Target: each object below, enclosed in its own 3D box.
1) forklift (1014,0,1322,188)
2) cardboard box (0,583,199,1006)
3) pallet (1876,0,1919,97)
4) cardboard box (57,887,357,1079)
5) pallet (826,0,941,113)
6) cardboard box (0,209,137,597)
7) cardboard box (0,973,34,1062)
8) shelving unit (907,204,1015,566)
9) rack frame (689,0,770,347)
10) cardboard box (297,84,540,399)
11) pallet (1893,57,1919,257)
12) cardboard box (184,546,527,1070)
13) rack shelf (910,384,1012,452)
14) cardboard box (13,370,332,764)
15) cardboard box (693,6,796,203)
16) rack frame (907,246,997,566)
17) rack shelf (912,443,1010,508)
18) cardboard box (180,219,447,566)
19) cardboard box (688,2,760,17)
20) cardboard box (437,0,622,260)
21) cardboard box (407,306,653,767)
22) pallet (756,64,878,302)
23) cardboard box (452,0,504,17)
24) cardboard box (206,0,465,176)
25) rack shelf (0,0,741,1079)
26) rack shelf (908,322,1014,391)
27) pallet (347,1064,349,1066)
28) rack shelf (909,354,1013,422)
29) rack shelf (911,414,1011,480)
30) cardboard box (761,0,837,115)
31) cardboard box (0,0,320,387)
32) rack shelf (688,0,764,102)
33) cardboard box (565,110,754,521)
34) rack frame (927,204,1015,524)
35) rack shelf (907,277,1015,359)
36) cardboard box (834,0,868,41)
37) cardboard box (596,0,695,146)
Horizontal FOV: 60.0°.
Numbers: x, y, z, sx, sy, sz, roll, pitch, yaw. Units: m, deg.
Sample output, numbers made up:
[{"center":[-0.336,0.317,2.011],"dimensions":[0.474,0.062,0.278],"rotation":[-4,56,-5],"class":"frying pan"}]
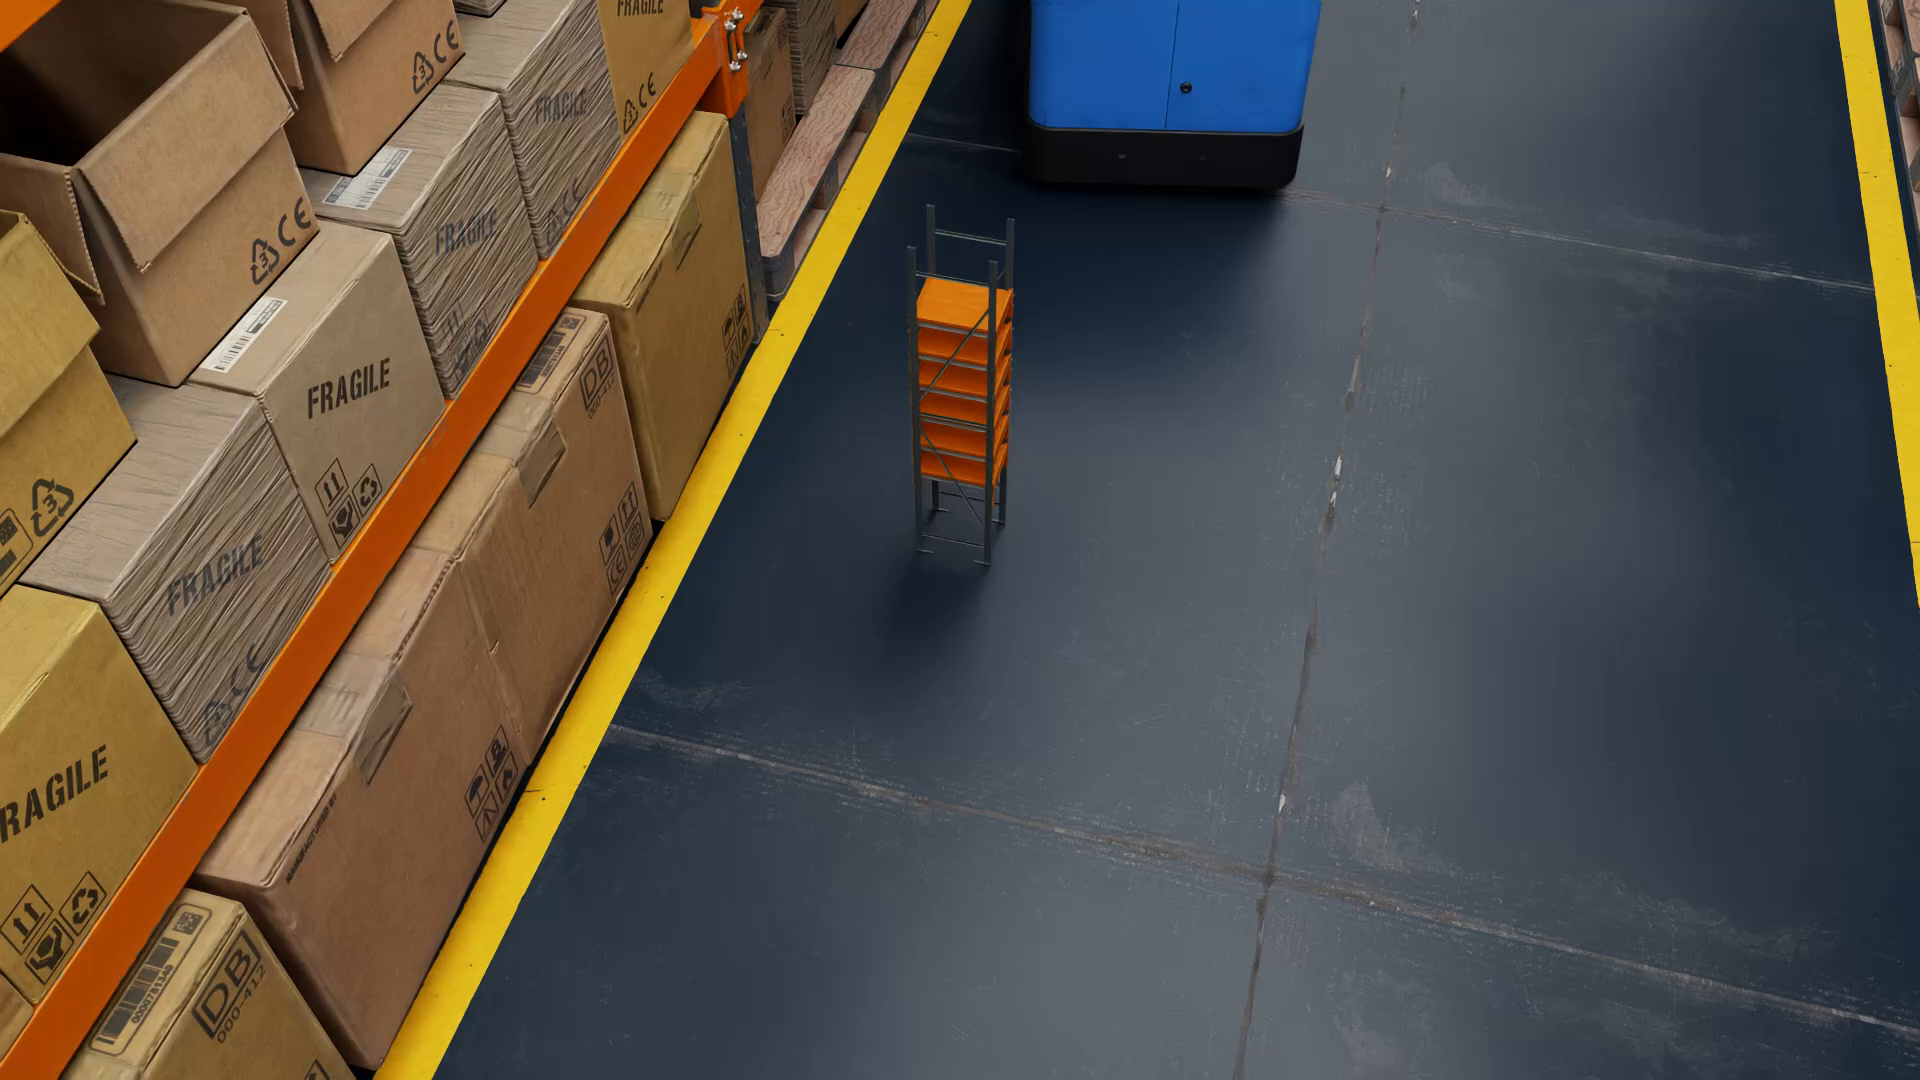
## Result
[{"center":[0.826,-3.410,6.305],"dimensions":[1.130,2.935,3.031],"rotation":[2,49,2],"class":"forklift"},{"center":[-1.735,0.398,2.831],"dimensions":[0.500,0.500,0.500],"rotation":[12,50,10],"class":"cardboard box"},{"center":[4.486,-2.232,7.079],"dimensions":[1.003,0.211,1.213],"rotation":[12,50,10],"class":"pallet"},{"center":[-2.080,1.176,3.349],"dimensions":[1.225,0.875,0.875],"rotation":[12,50,10],"class":"cardboard box"},{"center":[-0.646,-2.337,7.172],"dimensions":[1.003,0.211,1.213],"rotation":[12,50,10],"class":"pallet"},{"center":[-1.877,-0.244,2.729],"dimensions":[0.797,0.503,0.637],"rotation":[12,50,10],"class":"cardboard box"},{"center":[-1.867,0.762,2.510],"dimensions":[0.500,0.500,0.500],"rotation":[12,50,10],"class":"cardboard box"},{"center":[0.004,-0.407,4.809],"dimensions":[0.258,1.200,0.189],"rotation":[12,50,10],"class":"shelving unit"},{"center":[-1.176,-1.815,4.851],"dimensions":[1.000,3.000,0.127],"rotation":[12,50,10],"class":"rack frame"},{"center":[-1.337,-0.706,3.806],"dimensions":[0.500,0.500,0.500],"rotation":[10,49,9],"class":"cardboard box"},{"center":[4.167,-1.347,6.298],"dimensions":[1.003,0.211,1.213],"rotation":[12,50,10],"class":"pallet"},{"center":[-1.845,0.529,3.919],"dimensions":[1.225,0.875,0.875],"rotation":[10,49,9],"class":"cardboard box"},{"center":[0.004,-0.378,4.843],"dimensions":[0.258,0.103,0.180],"rotation":[12,50,10],"class":"rack shelf"},{"center":[-1.603,0.036,3.151],"dimensions":[0.500,0.500,0.500],"rotation":[11,49,9],"class":"cardboard box"},{"center":[-1.019,-1.622,6.055],"dimensions":[0.700,0.500,0.500],"rotation":[9,49,8],"class":"cardboard box"},{"center":[-0.020,-0.341,4.751],"dimensions":[0.240,1.200,0.006],"rotation":[12,50,10],"class":"rack frame"},{"center":[0.004,-0.219,5.023],"dimensions":[0.258,0.103,0.180],"rotation":[12,50,10],"class":"rack shelf"},{"center":[-1.472,-0.339,3.481],"dimensions":[0.500,0.500,0.500],"rotation":[12,50,11],"class":"cardboard box"},{"center":[-1.029,-1.872,5.775],"dimensions":[0.500,0.250,0.500],"rotation":[13,50,12],"class":"cardboard box"},{"center":[-1.204,-1.083,4.138],"dimensions":[0.500,0.500,0.500],"rotation":[11,50,10],"class":"cardboard box"},{"center":[-1.620,-0.112,4.486],"dimensions":[1.225,0.875,0.875],"rotation":[12,50,10],"class":"cardboard box"},{"center":[-0.969,-1.457,6.395],"dimensions":[1.003,0.211,1.213],"rotation":[12,50,10],"class":"pallet"},{"center":[-1.384,-1.654,3.974],"dimensions":[0.797,0.503,0.637],"rotation":[13,50,11],"class":"cardboard box"},{"center":[-1.558,-1.183,3.558],"dimensions":[0.797,0.503,0.637],"rotation":[13,50,11],"class":"cardboard box"},{"center":[-1.702,-0.130,3.844],"dimensions":[1.077,0.370,4.000],"rotation":[12,50,10],"class":"rack shelf"},{"center":[0.004,-0.537,4.663],"dimensions":[0.258,0.103,0.180],"rotation":[12,50,10],"class":"rack shelf"},{"center":[-2.098,1.428,3.849],"dimensions":[1.003,0.211,1.213],"rotation":[12,50,10],"class":"pallet"},{"center":[0.004,-0.458,4.753],"dimensions":[0.258,0.103,0.180],"rotation":[12,50,10],"class":"rack shelf"},{"center":[0.004,-0.299,4.933],"dimensions":[0.258,0.103,0.180],"rotation":[12,50,10],"class":"rack shelf"},{"center":[-0.885,-2.026,6.411],"dimensions":[0.700,0.500,0.500],"rotation":[8,49,7],"class":"cardboard box"},{"center":[-1.728,-0.697,3.129],"dimensions":[0.797,0.503,0.637],"rotation":[13,50,11],"class":"cardboard box"},{"center":[-0.650,-3.023,6.398],"dimensions":[1.077,0.370,4.000],"rotation":[12,50,10],"class":"rack shelf"},{"center":[-1.378,-0.756,5.053],"dimensions":[1.225,0.875,0.875],"rotation":[9,49,8],"class":"cardboard box"},{"center":[0.028,-0.474,4.868],"dimensions":[0.240,1.200,0.006],"rotation":[12,50,10],"class":"rack frame"},{"center":[0.004,-0.616,4.573],"dimensions":[0.258,0.103,0.180],"rotation":[12,50,10],"class":"rack shelf"},{"center":[-0.743,-2.437,6.774],"dimensions":[0.700,0.500,0.500],"rotation":[15,50,13],"class":"cardboard box"},{"center":[-1.067,-1.442,4.455],"dimensions":[0.500,0.500,0.500],"rotation":[13,50,11],"class":"cardboard box"}]
